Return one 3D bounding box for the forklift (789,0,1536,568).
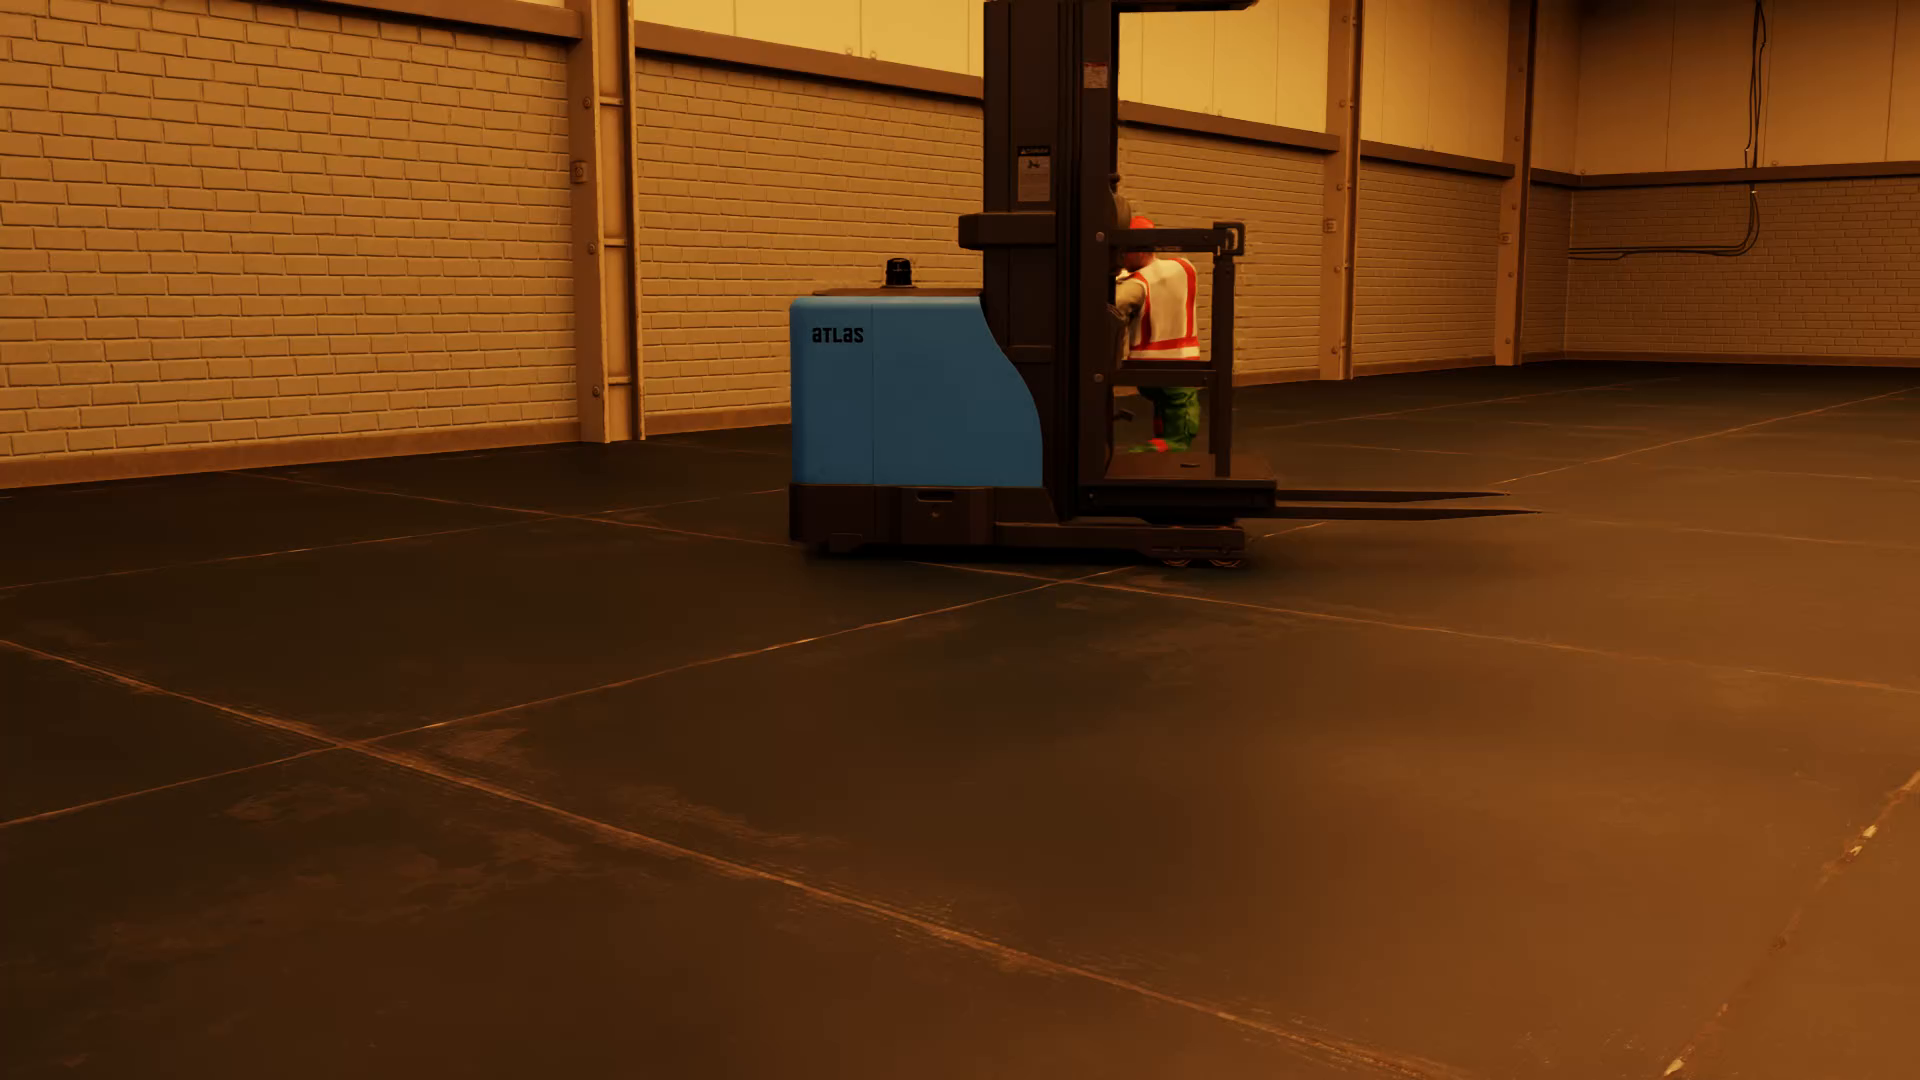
[{"bbox_3d":[0.844,-1.420,6.986,3.031,2.935,1.130,1,8,7],"label":"forklift"}]

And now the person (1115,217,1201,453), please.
[{"bbox_3d":[0.896,-0.979,9.010,0.825,1.510,0.991,2,8,10],"label":"person"}]
